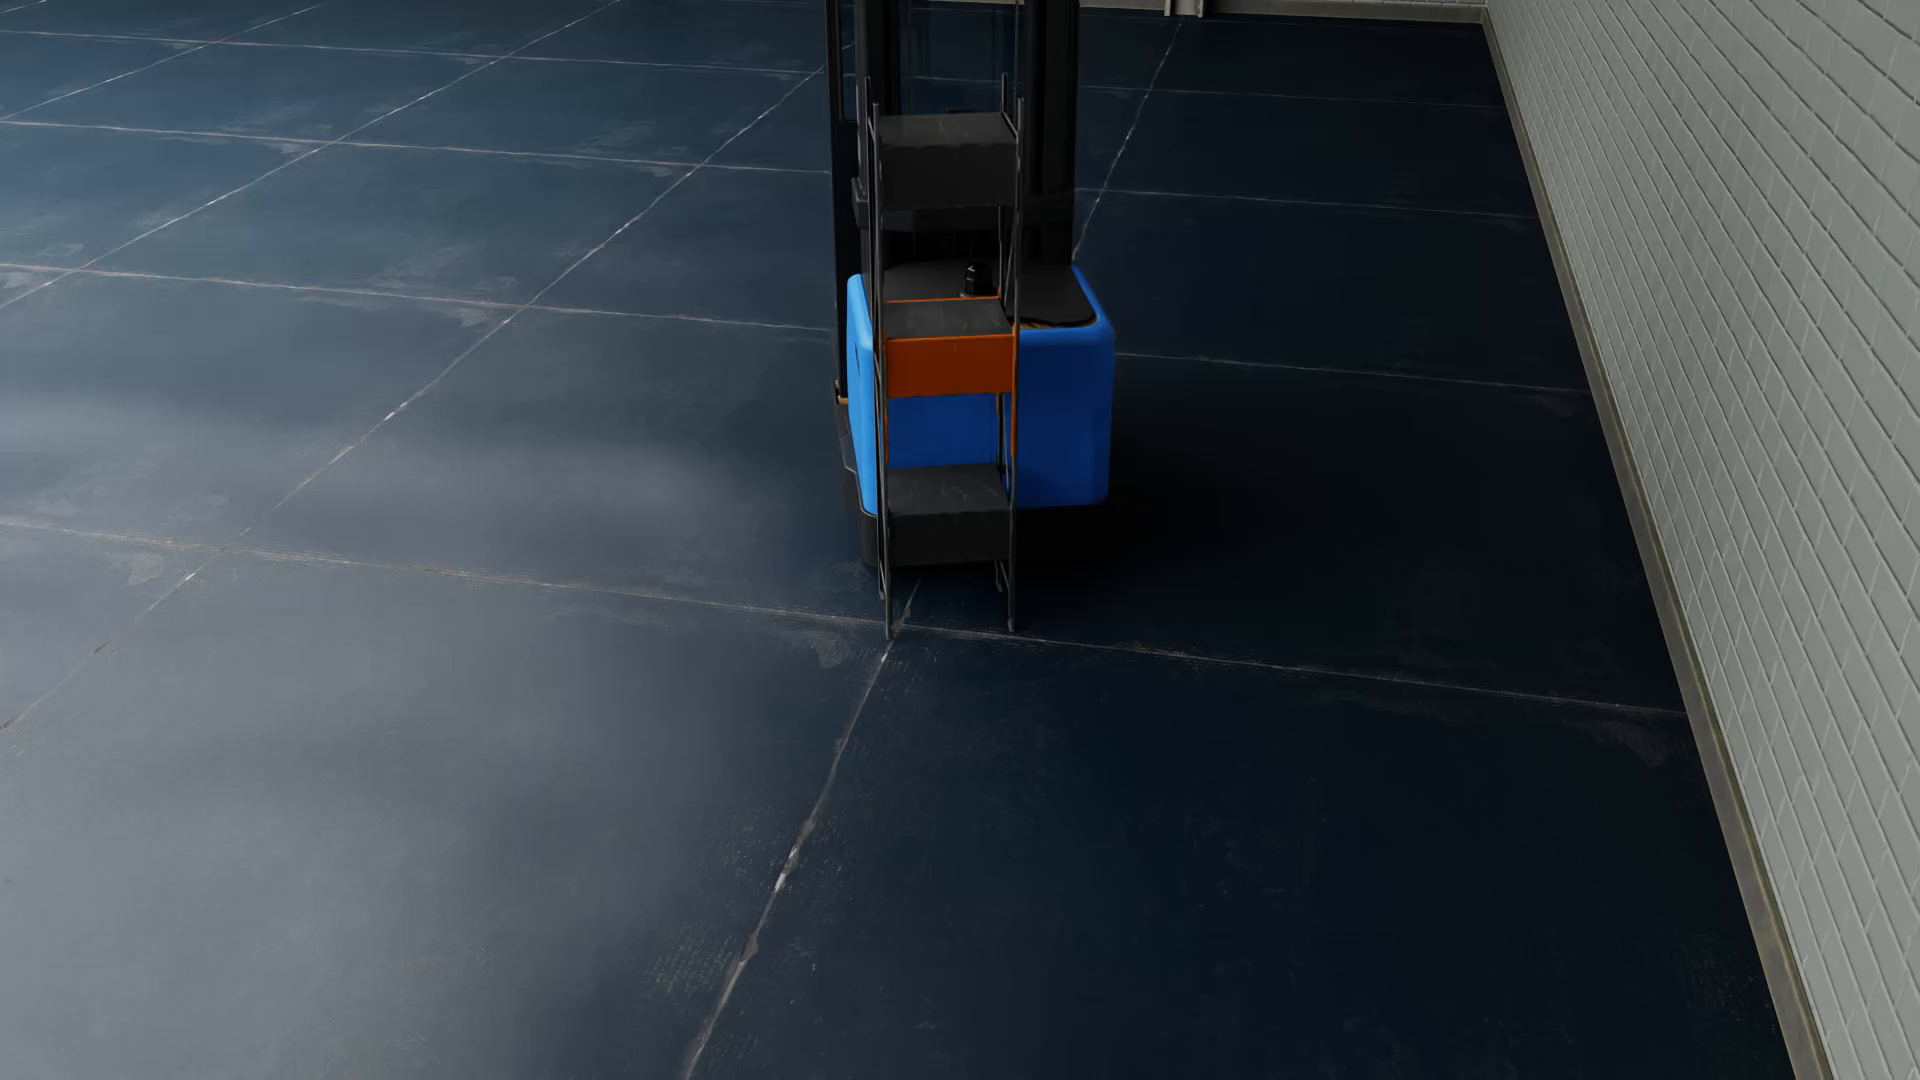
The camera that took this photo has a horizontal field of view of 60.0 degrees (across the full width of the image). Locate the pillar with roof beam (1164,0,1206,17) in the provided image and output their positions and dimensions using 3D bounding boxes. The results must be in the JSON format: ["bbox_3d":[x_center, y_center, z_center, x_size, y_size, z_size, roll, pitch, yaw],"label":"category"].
[{"bbox_3d":[1.430,-7.372,11.346,0.400,9.000,9.100,6,29,11],"label":"pillar with roof beam"}]

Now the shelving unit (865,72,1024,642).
[{"bbox_3d":[-0.059,-0.632,6.218,0.503,2.100,0.431,-3,29,-6],"label":"shelving unit"}]

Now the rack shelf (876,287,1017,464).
[{"bbox_3d":[-0.059,-0.620,6.224,0.480,0.518,0.431,-3,29,-6],"label":"rack shelf"}]

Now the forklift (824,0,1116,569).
[{"bbox_3d":[-0.063,-1.849,7.574,1.130,2.935,3.031,-3,29,-6],"label":"forklift"}]

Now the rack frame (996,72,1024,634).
[{"bbox_3d":[0.183,-0.647,6.244,0.015,2.100,0.400,-3,29,-6],"label":"rack frame"}]

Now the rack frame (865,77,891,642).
[{"bbox_3d":[-0.301,-0.617,6.191,0.015,2.100,0.400,-3,29,-6],"label":"rack frame"}]

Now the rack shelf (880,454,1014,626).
[{"bbox_3d":[-0.059,-0.006,6.560,0.480,0.518,0.431,-3,29,-6],"label":"rack shelf"}]

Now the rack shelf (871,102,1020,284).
[{"bbox_3d":[-0.059,-1.234,5.888,0.480,0.518,0.431,-3,29,-6],"label":"rack shelf"}]
